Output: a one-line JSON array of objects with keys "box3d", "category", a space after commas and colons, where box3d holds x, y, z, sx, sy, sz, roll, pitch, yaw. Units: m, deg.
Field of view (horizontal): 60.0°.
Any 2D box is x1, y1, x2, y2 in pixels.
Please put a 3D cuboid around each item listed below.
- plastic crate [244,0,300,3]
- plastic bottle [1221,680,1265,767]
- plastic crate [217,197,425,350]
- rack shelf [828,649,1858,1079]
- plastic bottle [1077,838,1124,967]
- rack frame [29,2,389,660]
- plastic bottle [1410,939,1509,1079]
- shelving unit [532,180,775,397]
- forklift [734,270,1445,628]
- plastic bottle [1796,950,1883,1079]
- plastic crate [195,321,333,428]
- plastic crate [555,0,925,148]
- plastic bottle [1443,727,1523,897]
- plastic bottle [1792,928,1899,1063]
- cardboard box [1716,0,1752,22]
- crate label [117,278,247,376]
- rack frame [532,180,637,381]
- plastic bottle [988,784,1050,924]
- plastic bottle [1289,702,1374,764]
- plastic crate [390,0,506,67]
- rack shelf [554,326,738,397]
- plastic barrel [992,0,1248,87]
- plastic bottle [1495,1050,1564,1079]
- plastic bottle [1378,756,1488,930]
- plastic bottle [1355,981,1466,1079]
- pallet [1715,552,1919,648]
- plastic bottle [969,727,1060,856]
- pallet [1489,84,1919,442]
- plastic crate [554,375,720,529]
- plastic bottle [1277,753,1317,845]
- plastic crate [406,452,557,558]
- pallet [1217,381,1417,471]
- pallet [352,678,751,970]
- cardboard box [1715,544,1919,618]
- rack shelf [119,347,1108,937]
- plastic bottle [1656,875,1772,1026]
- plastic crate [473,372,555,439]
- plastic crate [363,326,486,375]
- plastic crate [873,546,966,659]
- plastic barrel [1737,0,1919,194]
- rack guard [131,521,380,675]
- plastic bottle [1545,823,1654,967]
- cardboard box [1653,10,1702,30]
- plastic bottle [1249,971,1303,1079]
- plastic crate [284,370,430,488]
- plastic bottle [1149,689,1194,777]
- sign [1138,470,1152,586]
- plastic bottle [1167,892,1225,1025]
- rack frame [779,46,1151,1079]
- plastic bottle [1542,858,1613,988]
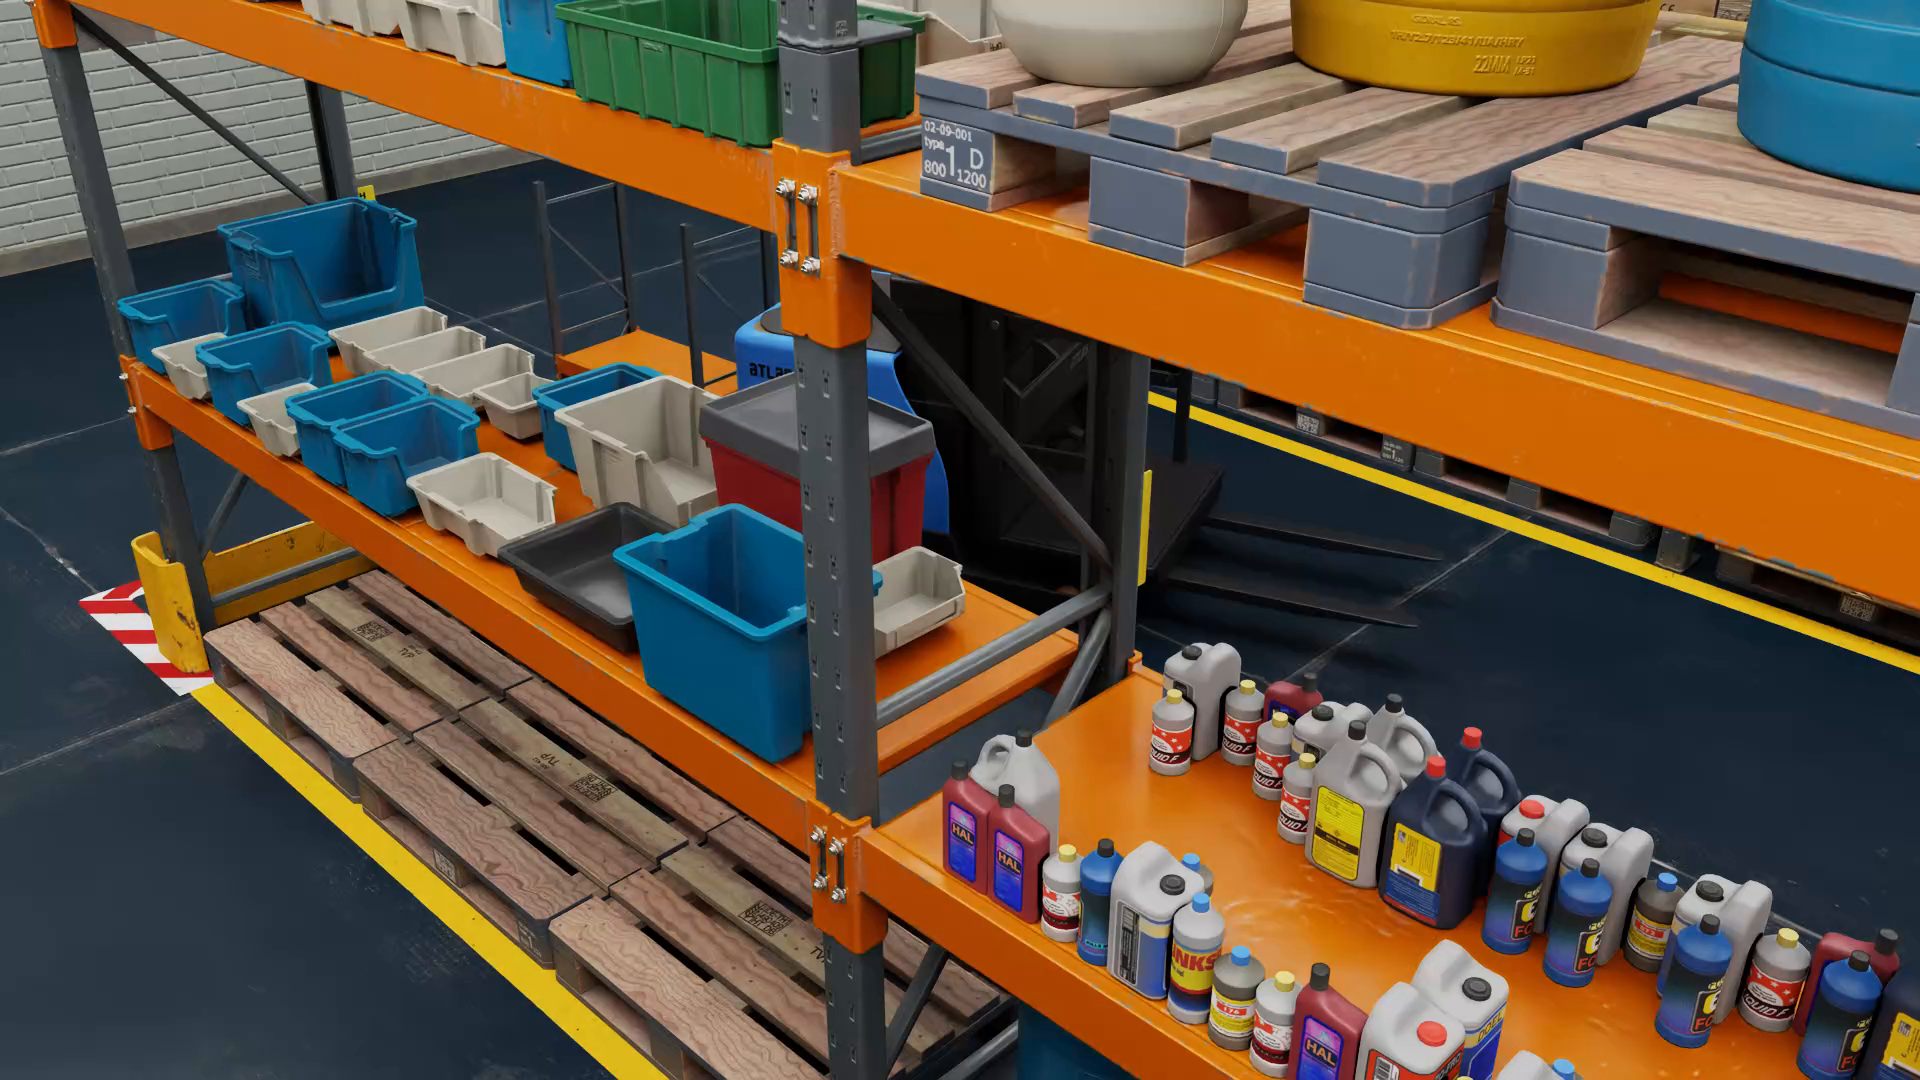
[{"box3d": [-1.892, -1.729, 4.658, 0.767, 0.338, 0.504, 25, 36, 38], "category": "plastic crate"}, {"box3d": [0.673, 0.425, 3.932, 0.097, 0.201, 0.097, 0, 28, 0], "category": "plastic bottle"}, {"box3d": [-2.419, -1.013, 6.351, 0.499, 0.435, 0.616, 25, 36, 38], "category": "plastic crate"}, {"box3d": [1.489, 1.258, 2.907, 4.000, 0.370, 1.077, 25, 36, 38], "category": "rack shelf"}, {"box3d": [0.285, 0.712, 3.311, 0.097, 0.271, 0.097, 0, 28, 0], "category": "plastic bottle"}, {"box3d": [-2.789, -1.018, 6.463, 0.127, 3.000, 1.000, 25, 36, 38], "category": "rack frame"}, {"box3d": [0.893, 0.871, 3.004, 0.135, 0.276, 0.152, 25, 36, 38], "category": "plastic bottle"}, {"box3d": [-1.417, -0.918, 7.884, 1.083, 1.500, 0.587, 21, 35, 35], "category": "shelving unit"}, {"box3d": [0.569, -1.180, 6.845, 3.031, 2.935, 1.130, 12, 30, 21], "category": "forklift"}, {"box3d": [1.607, 0.861, 3.028, 0.097, 0.271, 0.097, 0, 28, 0], "category": "plastic bottle"}, {"box3d": [-2.374, -0.566, 5.719, 0.300, 0.233, 0.416, 25, 36, 38], "category": "plastic crate"}, {"box3d": [-0.451, -0.985, 3.404, 0.662, 0.188, 0.450, 25, 36, 38], "category": "plastic crate"}, {"box3d": [1.080, 0.560, 3.514, 0.185, 0.351, 0.144, 25, 36, 38], "category": "plastic bottle"}, {"box3d": [1.649, 0.824, 3.086, 0.133, 0.283, 0.061, 25, 36, 38], "category": "plastic bottle"}, {"box3d": [5.467, -3.718, 11.171, 0.500, 0.500, 0.500, 23, 36, 37], "category": "cardboard box"}, {"box3d": [-2.844, -0.781, 6.127, 0.303, 0.233, 0.416, 25, 36, 38], "category": "crate label"}, {"box3d": [-1.798, -1.068, 8.169, 0.032, 1.500, 0.500, 21, 35, 35], "category": "rack frame"}, {"box3d": [0.121, 0.643, 3.429, 0.133, 0.283, 0.061, 25, 36, 38], "category": "plastic bottle"}, {"box3d": [0.831, 0.482, 3.743, 0.135, 0.276, 0.152, 25, 36, 38], "category": "plastic bottle"}, {"box3d": [-1.110, -1.213, 3.893, 0.466, 0.136, 0.293, 25, 36, 38], "category": "plastic crate"}, {"box3d": [-1.410, -0.756, 7.962, 1.000, 0.185, 0.538, 21, 35, 35], "category": "rack shelf"}, {"box3d": [0.263, -1.032, 2.669, 0.433, 0.535, 0.433, 0, 28, 0], "category": "plastic barrel"}, {"box3d": [0.952, 0.997, 2.764, 0.135, 0.276, 0.152, 25, 36, 38], "category": "plastic bottle"}, {"box3d": [0.979, 0.608, 3.423, 0.185, 0.351, 0.144, 25, 36, 38], "category": "plastic bottle"}, {"box3d": [0.787, 0.922, 2.908, 0.135, 0.276, 0.152, 25, 36, 38], "category": "plastic bottle"}, {"box3d": [4.139, 0.104, 7.325, 1.213, 0.211, 1.003, 25, 36, 38], "category": "pallet"}, {"box3d": [0.116, 0.544, 3.545, 0.185, 0.351, 0.144, 25, 36, 38], "category": "plastic bottle"}, {"box3d": [1.502, -0.365, 2.200, 1.213, 0.211, 1.003, 25, 36, 38], "category": "pallet"}, {"box3d": [-0.896, -0.246, 5.059, 0.530, 0.282, 0.437, 25, 36, 38], "category": "plastic crate"}, {"box3d": [0.757, 0.563, 3.670, 0.097, 0.201, 0.097, 0, 28, 0], "category": "plastic bottle"}, {"box3d": [-1.389, -0.091, 4.919, 0.466, 0.136, 0.293, 25, 36, 38], "category": "plastic crate"}, {"box3d": [2.174, -0.795, 9.035, 1.213, 0.211, 1.003, 25, 36, 38], "category": "pallet"}, {"box3d": [-1.362, 0.896, 5.819, 1.213, 0.211, 1.003, 25, 36, 38], "category": "pallet"}, {"box3d": [4.006, -0.400, 7.119, 0.875, 0.875, 1.225, 25, 36, 39], "category": "cardboard box"}, {"box3d": [-1.363, -0.047, 5.390, 4.000, 0.370, 1.077, 25, 36, 38], "category": "rack shelf"}, {"box3d": [1.452, 0.767, 3.202, 0.135, 0.276, 0.152, 25, 36, 38], "category": "plastic bottle"}, {"box3d": [-1.444, -0.449, 5.601, 0.250, 0.136, 0.298, 25, 36, 38], "category": "plastic crate"}, {"box3d": [-1.884, -0.623, 5.930, 0.243, 0.136, 0.396, 25, 36, 38], "category": "plastic crate"}, {"box3d": [-0.168, 0.178, 4.408, 0.243, 0.136, 0.396, 25, 36, 38], "category": "plastic crate"}, {"box3d": [1.388, -0.942, 2.106, 0.708, 0.901, 0.600, 25, 36, 38], "category": "plastic barrel"}, {"box3d": [-2.815, 0.085, 7.052, 0.348, 0.500, 1.175, 25, 36, 38], "category": "rack guard"}, {"box3d": [1.287, 0.691, 3.346, 0.135, 0.276, 0.152, 25, 36, 38], "category": "plastic bottle"}, {"box3d": [3.028, -2.158, 7.667, 0.500, 0.500, 0.500, 25, 36, 38], "category": "cardboard box"}, {"box3d": [0.590, 0.882, 3.063, 0.097, 0.201, 0.097, 0, 28, 0], "category": "plastic bottle"}, {"box3d": [-1.905, -0.351, 5.310, 0.300, 0.233, 0.416, 25, 36, 38], "category": "plastic crate"}, {"box3d": [0.497, 0.444, 3.897, 0.097, 0.201, 0.097, 0, 28, 0], "category": "plastic bottle"}, {"box3d": [0.450, -0.017, 4.263, 0.005, 0.325, 0.100, 25, 36, 38], "category": "sign"}, {"box3d": [0.451, 0.788, 3.167, 0.097, 0.271, 0.097, 0, 28, 0], "category": "plastic bottle"}, {"box3d": [0.063, 0.287, 3.981, 0.127, 3.000, 1.000, 25, 36, 38], "category": "rack frame"}, {"box3d": [1.213, 0.740, 3.257, 0.097, 0.271, 0.097, 0, 28, 0], "category": "plastic bottle"}]
